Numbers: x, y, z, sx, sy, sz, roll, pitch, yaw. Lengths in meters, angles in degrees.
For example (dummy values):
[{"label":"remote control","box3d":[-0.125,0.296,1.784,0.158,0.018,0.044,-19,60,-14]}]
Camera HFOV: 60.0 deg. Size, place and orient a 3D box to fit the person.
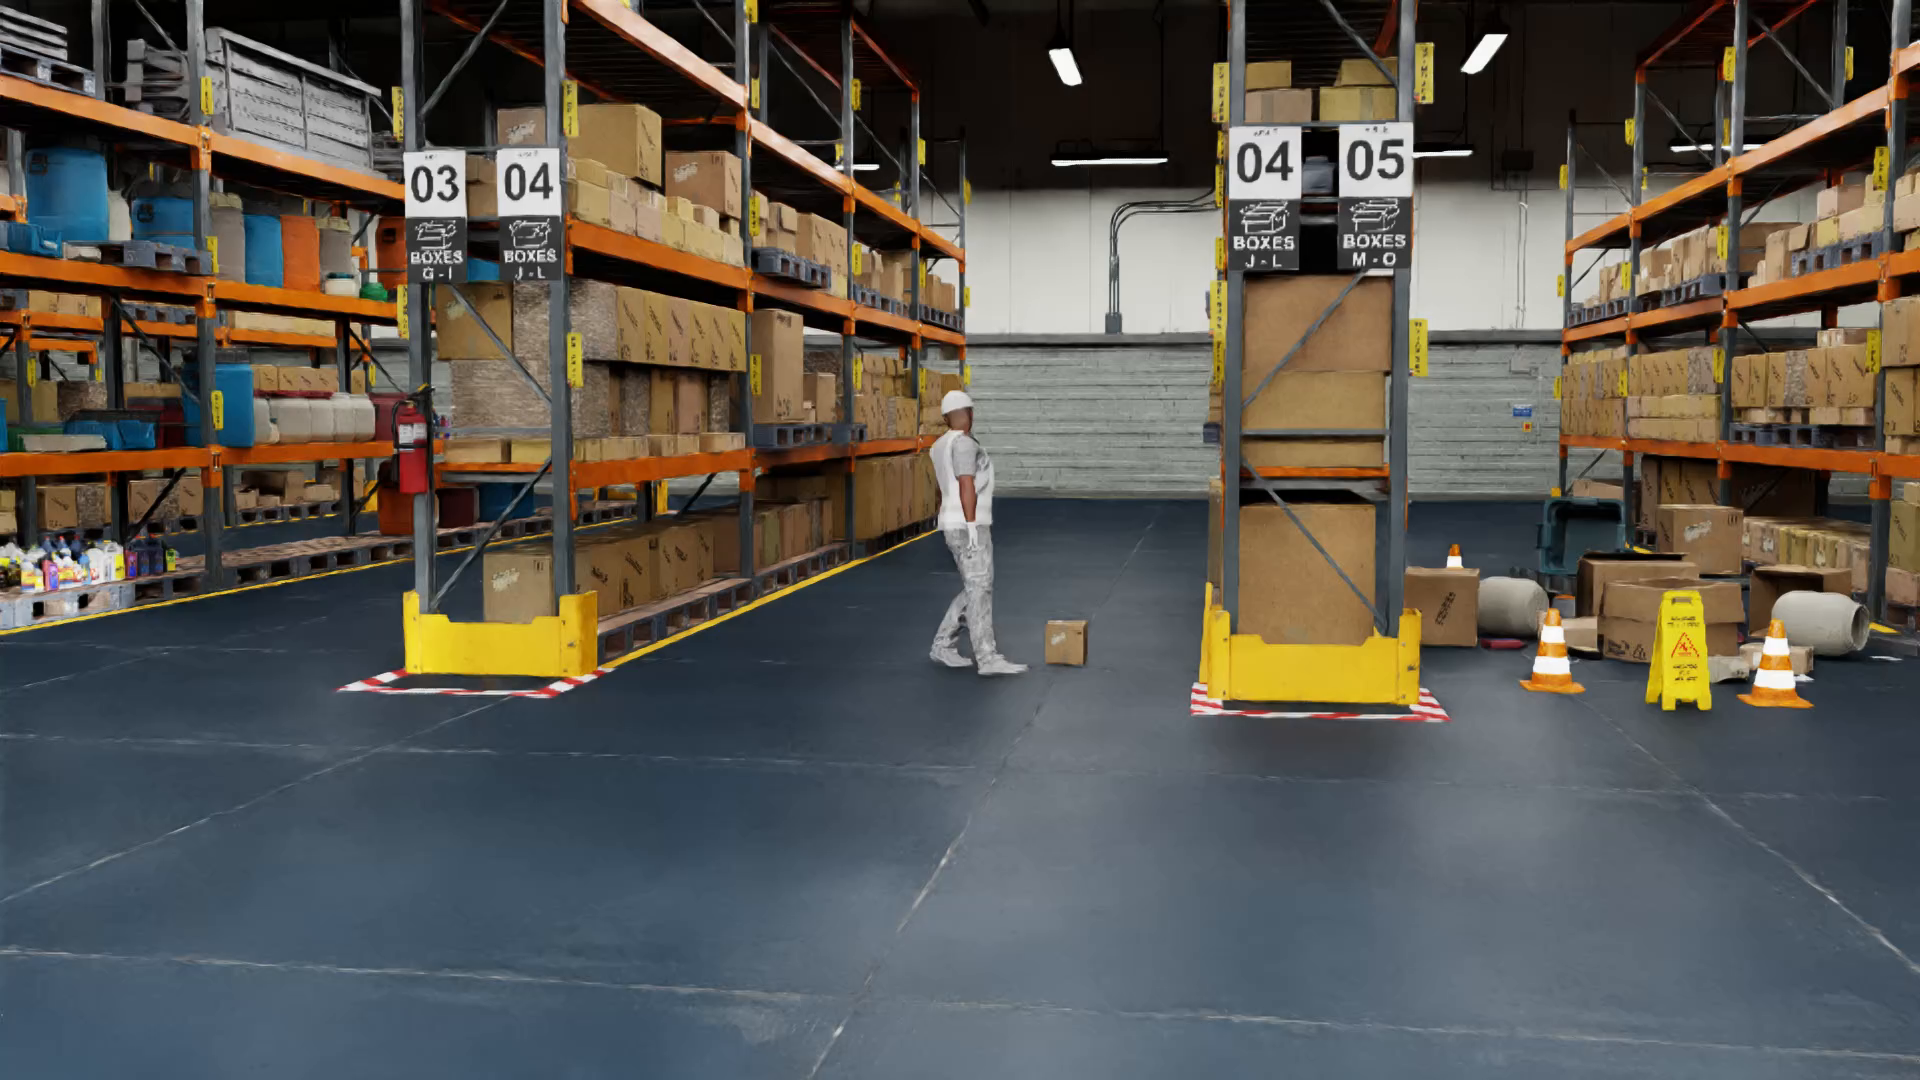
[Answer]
[{"label":"person","box3d":[0.104,-0.056,10.331,0.520,1.736,0.740,-1,4,-11]}]
